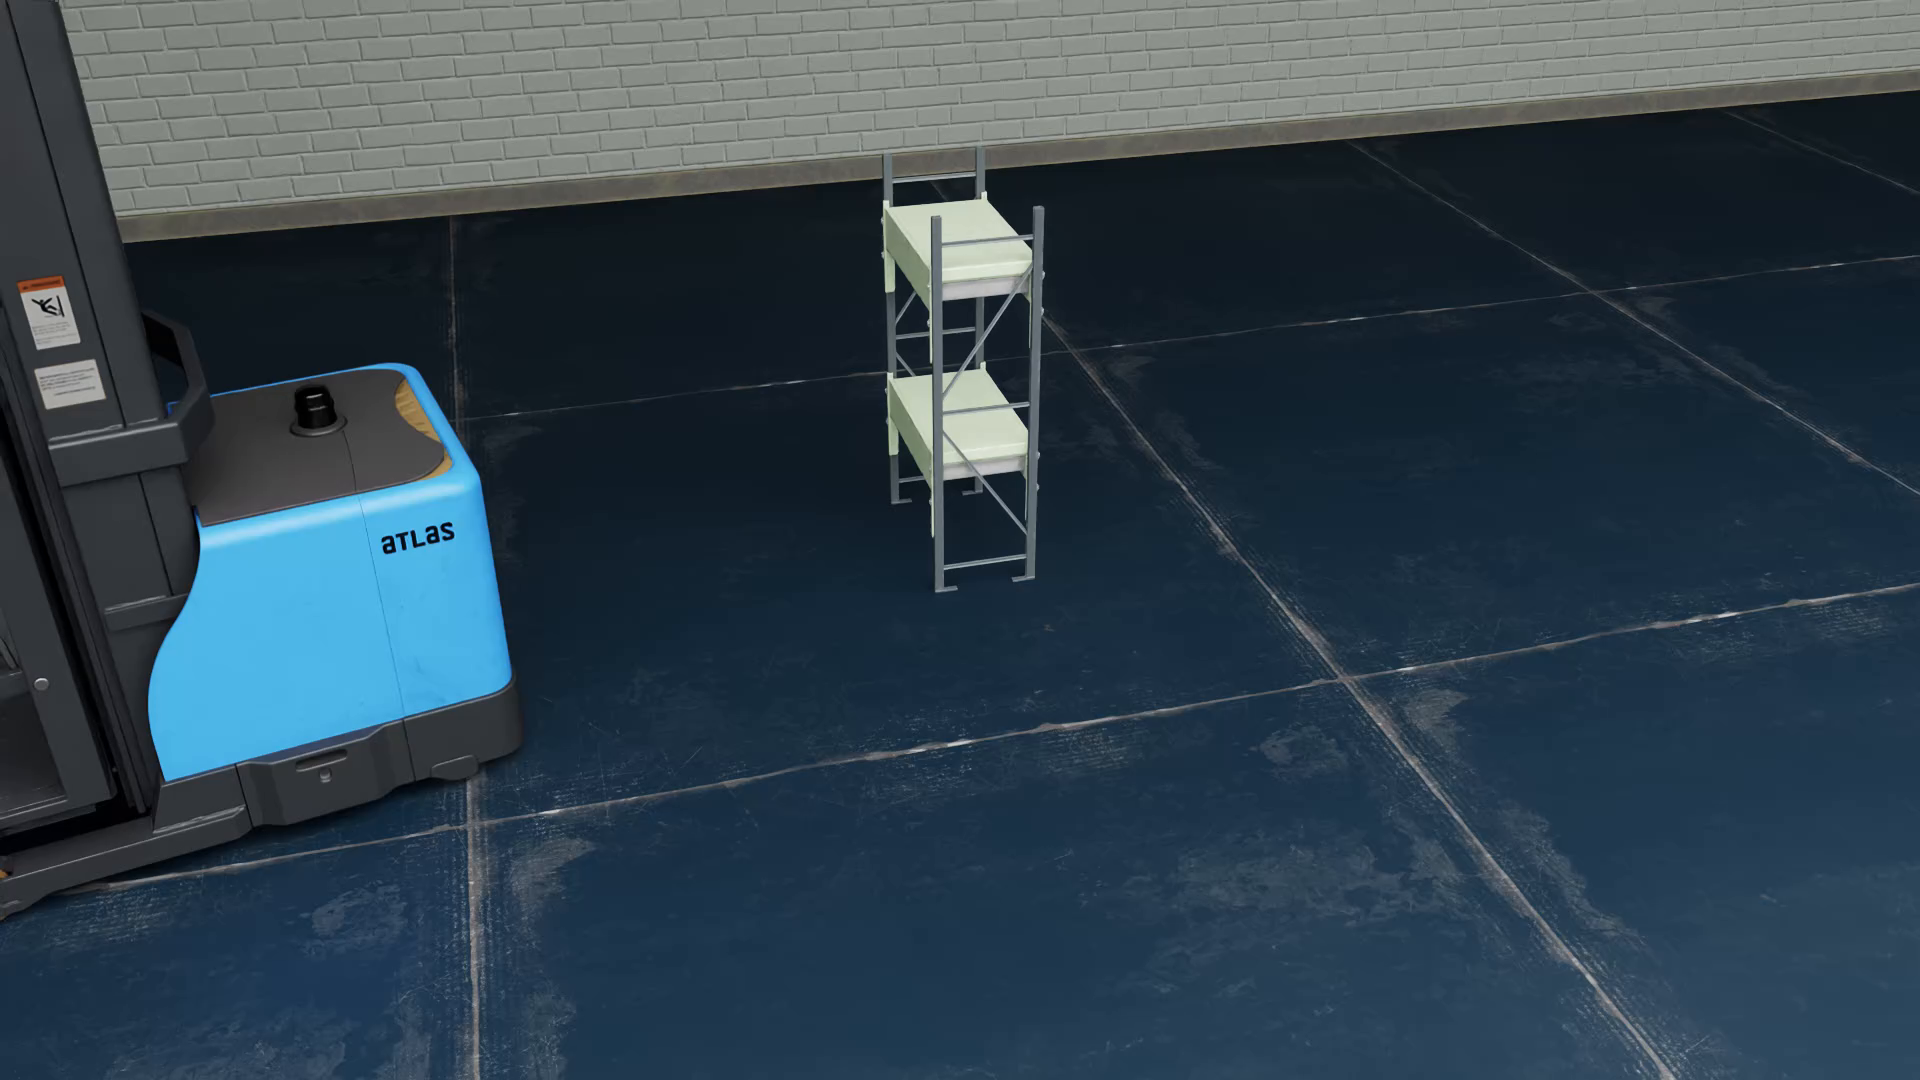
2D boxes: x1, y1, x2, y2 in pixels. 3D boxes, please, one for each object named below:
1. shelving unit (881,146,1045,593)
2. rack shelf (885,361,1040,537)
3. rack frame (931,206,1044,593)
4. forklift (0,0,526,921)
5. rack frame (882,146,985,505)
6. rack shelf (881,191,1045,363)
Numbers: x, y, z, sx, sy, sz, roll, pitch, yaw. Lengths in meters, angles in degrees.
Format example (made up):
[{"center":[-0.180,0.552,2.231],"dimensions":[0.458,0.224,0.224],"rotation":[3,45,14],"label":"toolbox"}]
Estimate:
[{"center":[-0.002,-0.652,6.380],"dimensions":[0.431,1.500,0.755],"rotation":[-8,31,-13],"label":"shelving unit"},{"center":[-0.002,-0.370,6.543],"dimensions":[0.431,0.370,0.720],"rotation":[-8,31,-13],"label":"rack shelf"},{"center":[0.095,-0.476,6.074],"dimensions":[0.400,1.500,0.023],"rotation":[-8,31,-13],"label":"rack frame"},{"center":[-2.979,-0.408,4.529],"dimensions":[3.031,2.935,1.130],"rotation":[-15,33,-24],"label":"forklift"},{"center":[-0.099,-0.829,6.685],"dimensions":[0.400,1.500,0.023],"rotation":[-8,31,-13],"label":"rack frame"},{"center":[-0.002,-0.990,6.184],"dimensions":[0.431,0.370,0.720],"rotation":[-8,31,-13],"label":"rack shelf"}]
